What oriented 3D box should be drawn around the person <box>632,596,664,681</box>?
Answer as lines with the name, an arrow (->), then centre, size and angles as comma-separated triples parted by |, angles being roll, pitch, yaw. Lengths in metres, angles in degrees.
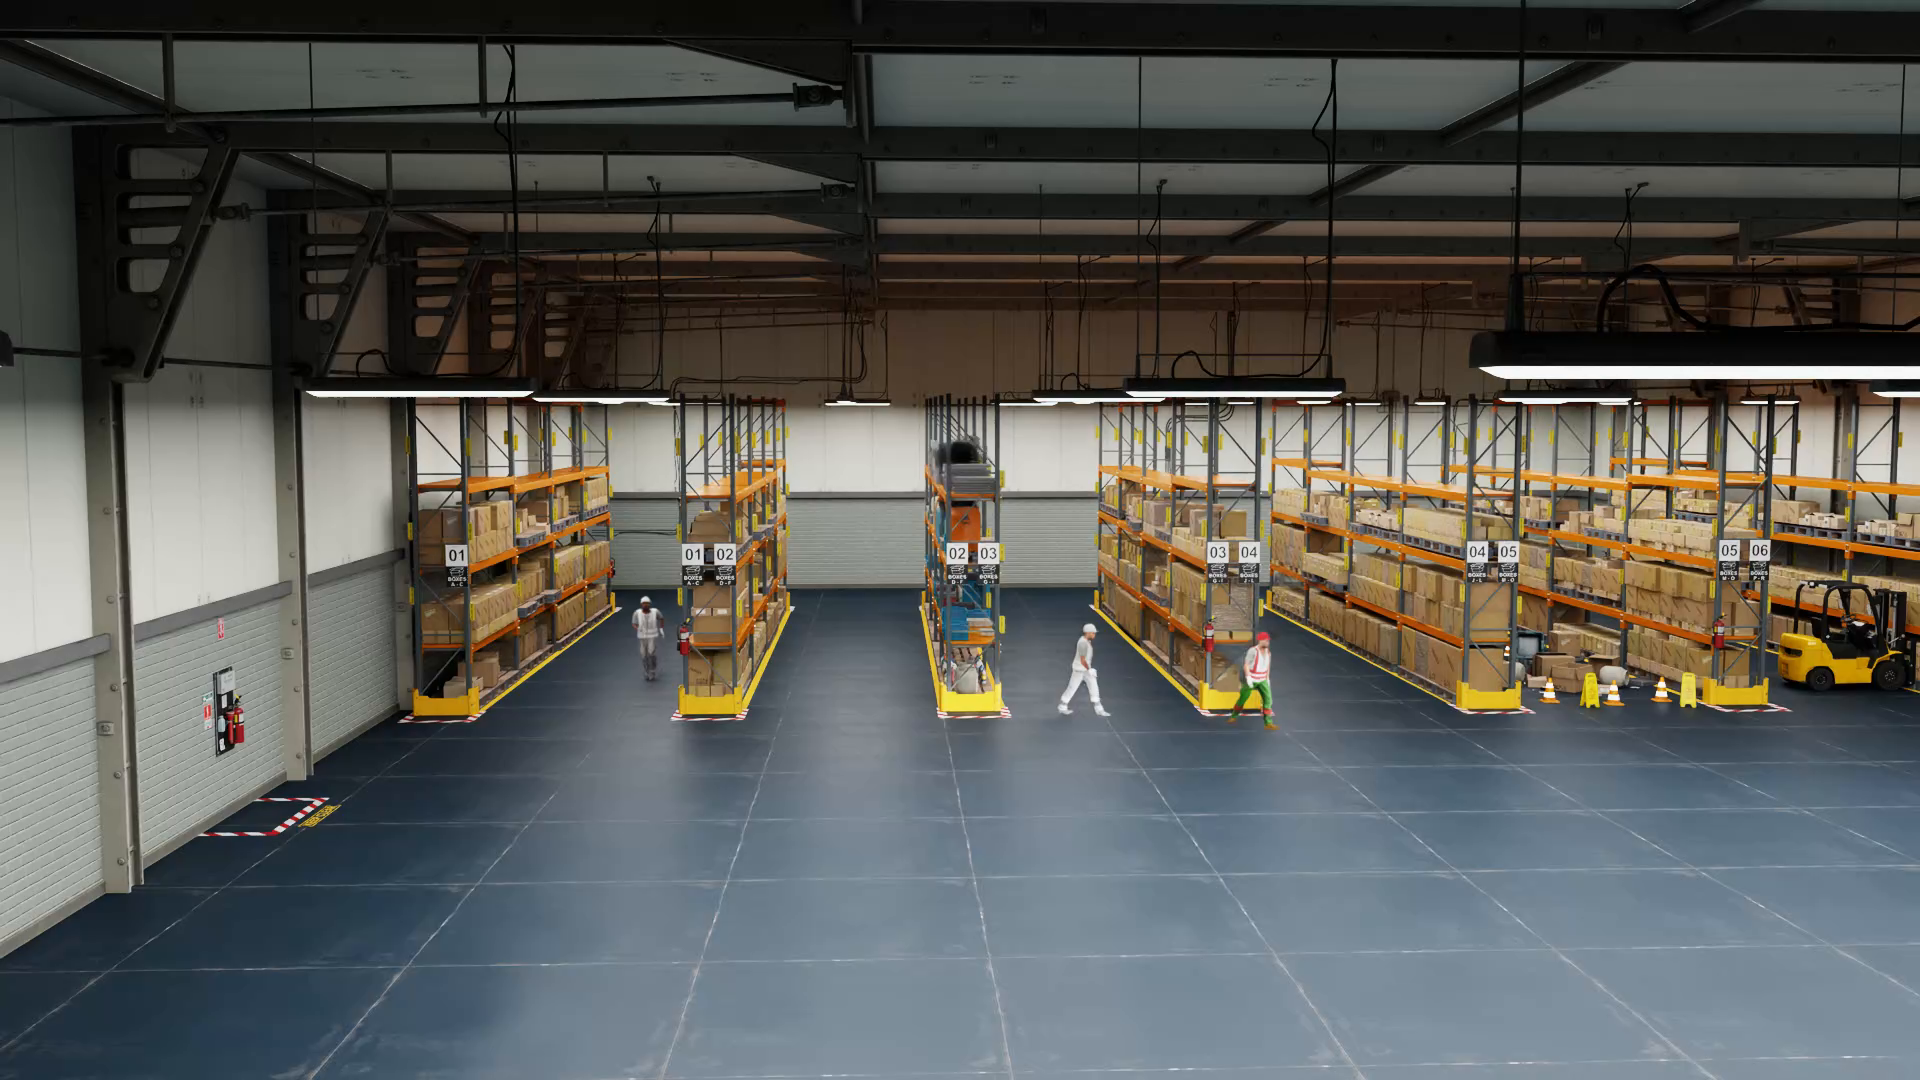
person -> -6.572, 2.074, 34.976 | 0.650, 1.784, 0.798 | 0, 5, -1

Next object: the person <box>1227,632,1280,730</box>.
person -> 5.280, 2.503, 29.770 | 0.700, 1.730, 1.001 | -3, 5, -30

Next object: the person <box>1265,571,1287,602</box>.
person -> 9.439, 0.971, 49.038 | 0.872, 1.803, 0.664 | 1, 5, 12

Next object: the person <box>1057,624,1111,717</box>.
person -> 2.272, 2.416, 30.828 | 0.948, 1.748, 0.612 | 2, 5, 26
